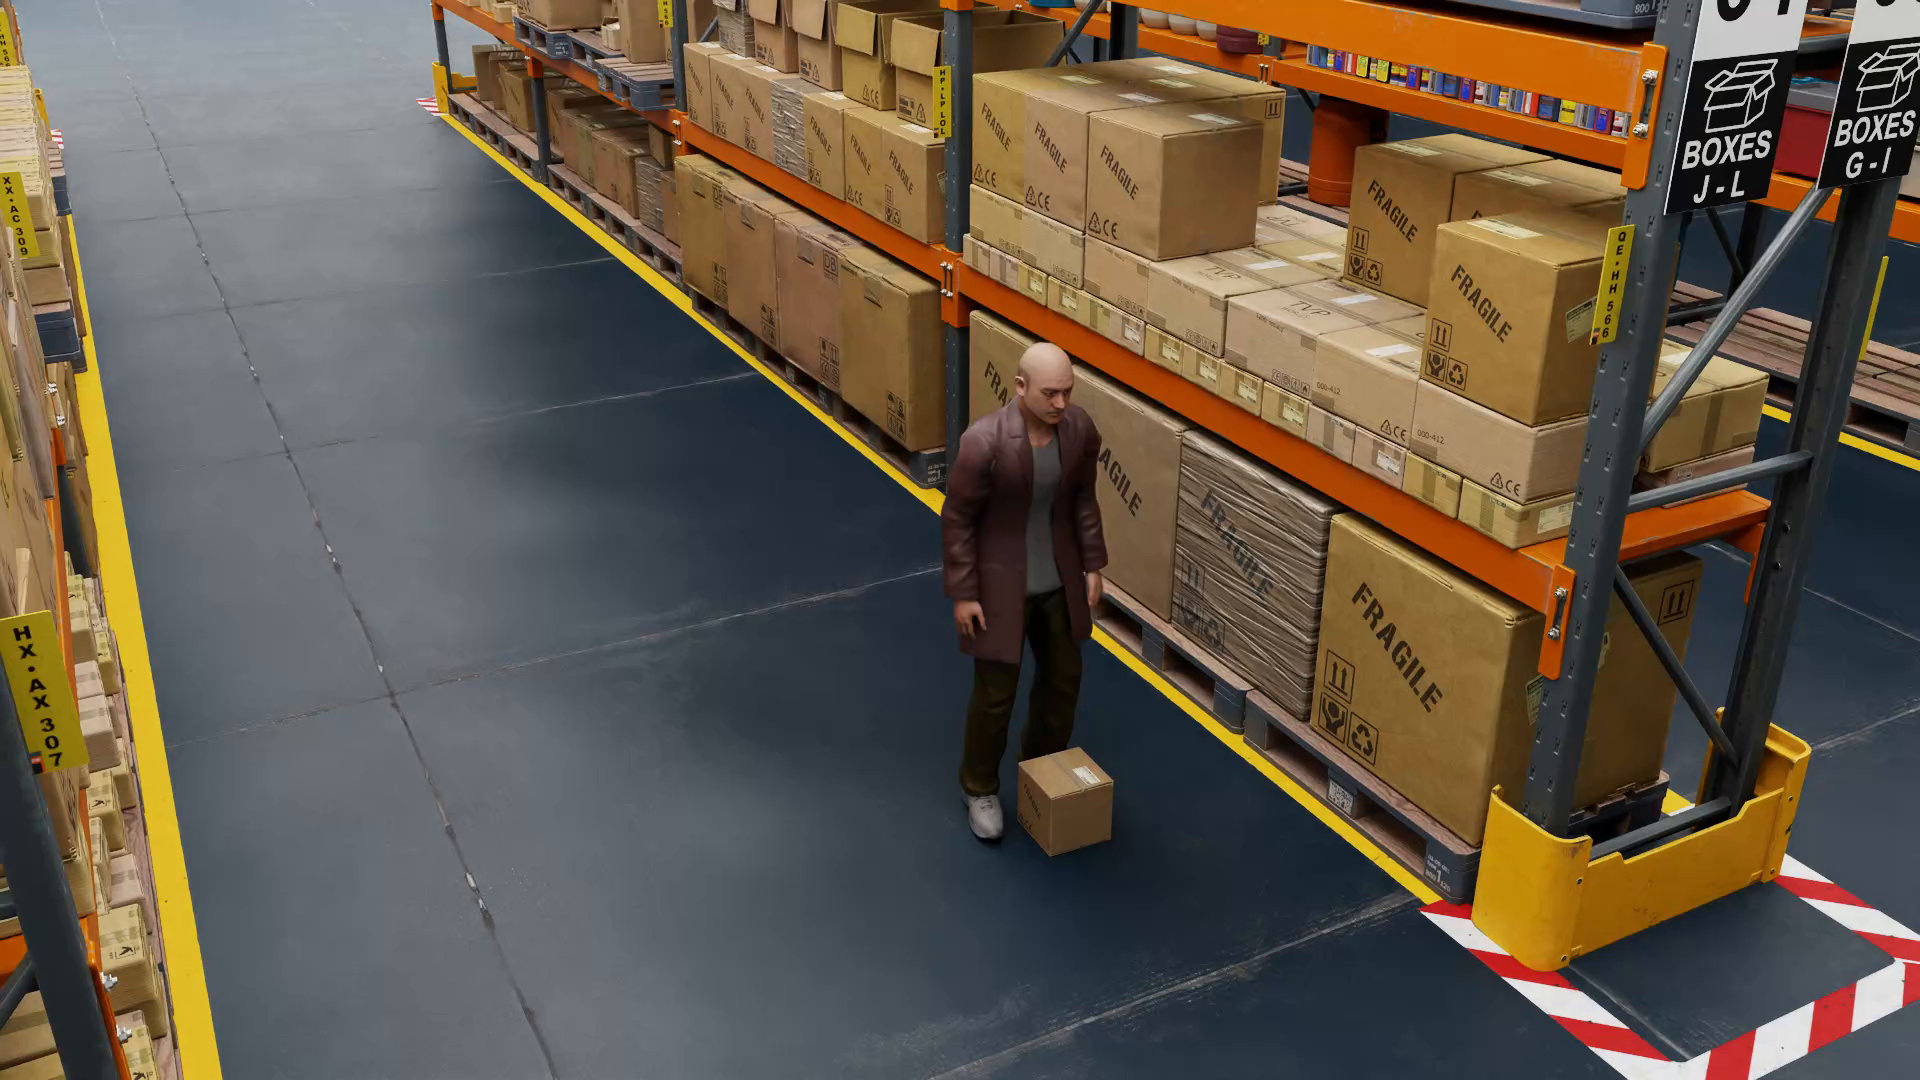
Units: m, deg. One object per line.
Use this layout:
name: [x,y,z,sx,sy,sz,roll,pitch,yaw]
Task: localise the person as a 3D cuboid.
person: [0.236,0.155,5.798,0.640,1.773,0.430,-13,28,-26]
